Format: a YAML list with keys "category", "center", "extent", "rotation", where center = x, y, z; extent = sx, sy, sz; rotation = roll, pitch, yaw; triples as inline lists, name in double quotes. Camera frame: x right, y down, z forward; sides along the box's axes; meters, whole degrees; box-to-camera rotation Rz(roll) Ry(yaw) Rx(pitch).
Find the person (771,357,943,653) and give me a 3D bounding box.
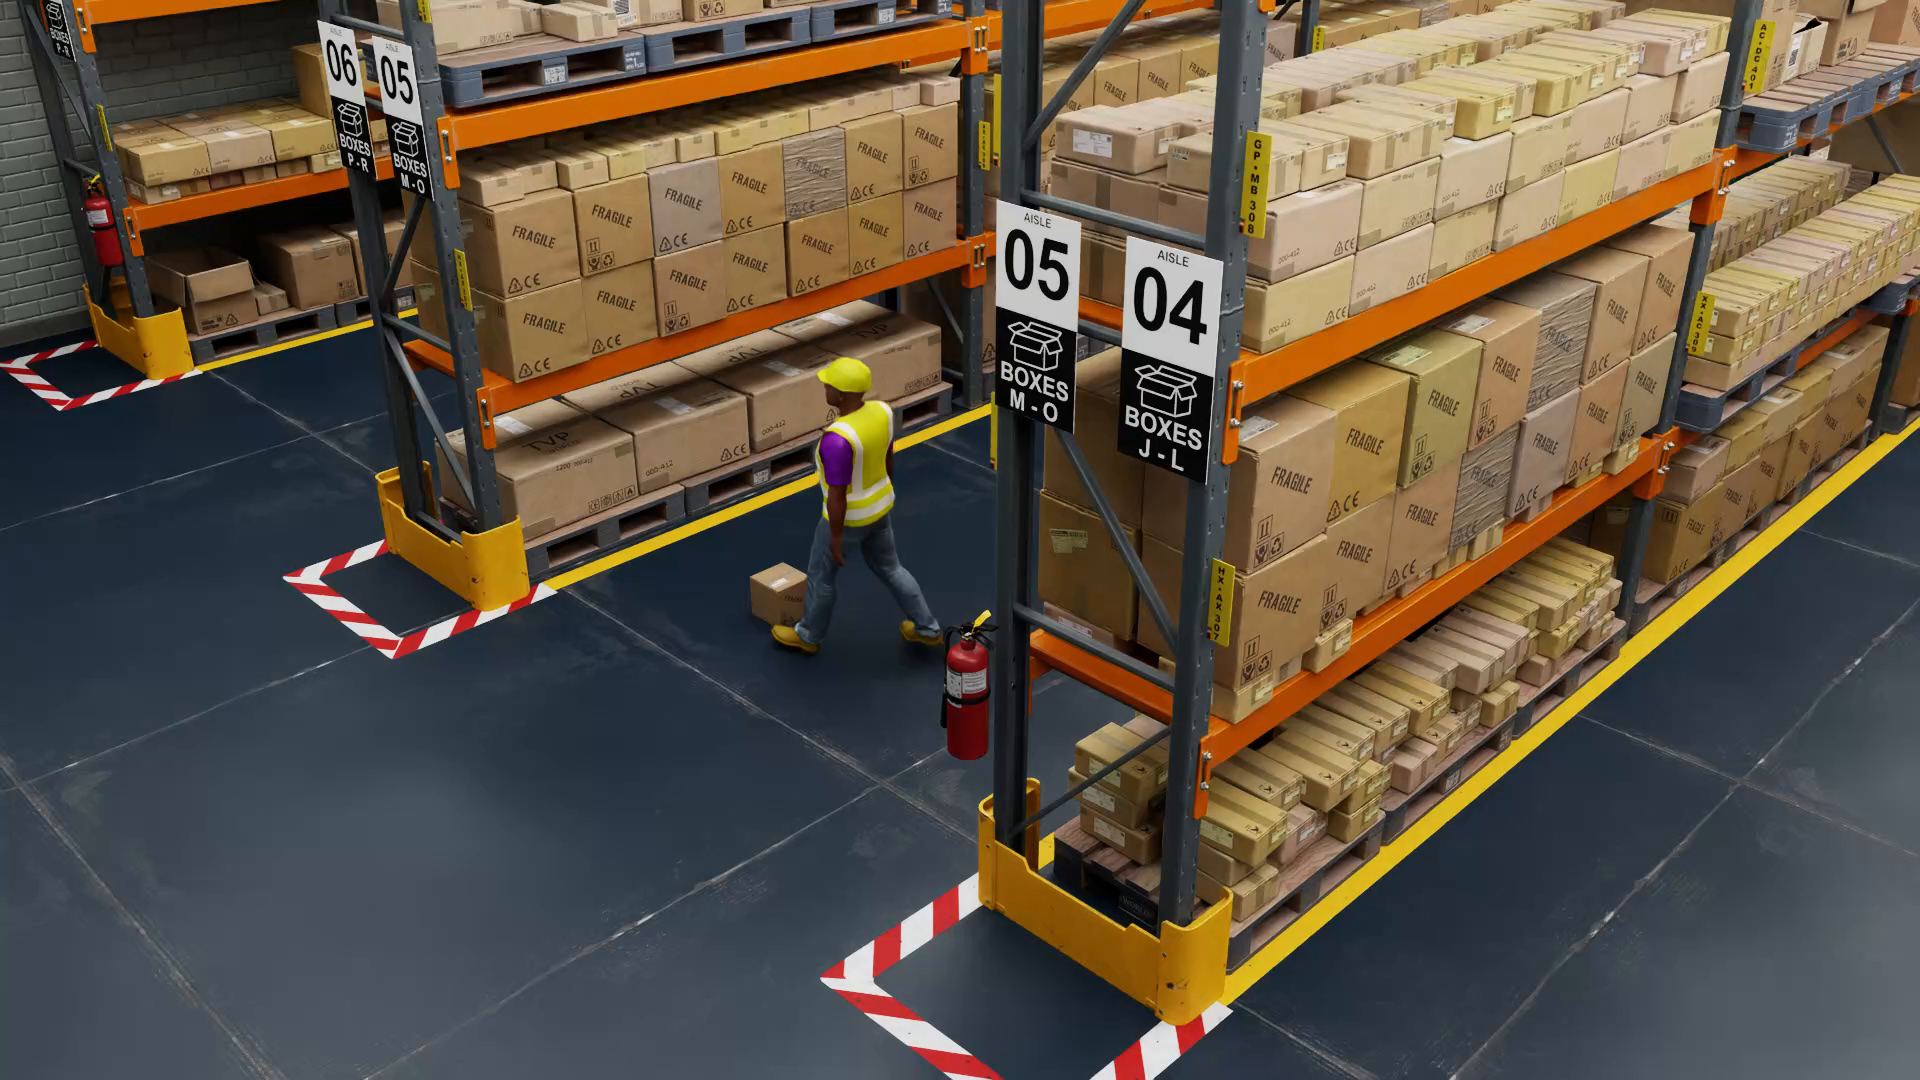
- category: "person"
  center: [-0.578, -0.170, 8.920]
  extent: [0.912, 1.740, 0.603]
  rotation: [16, 32, 28]
